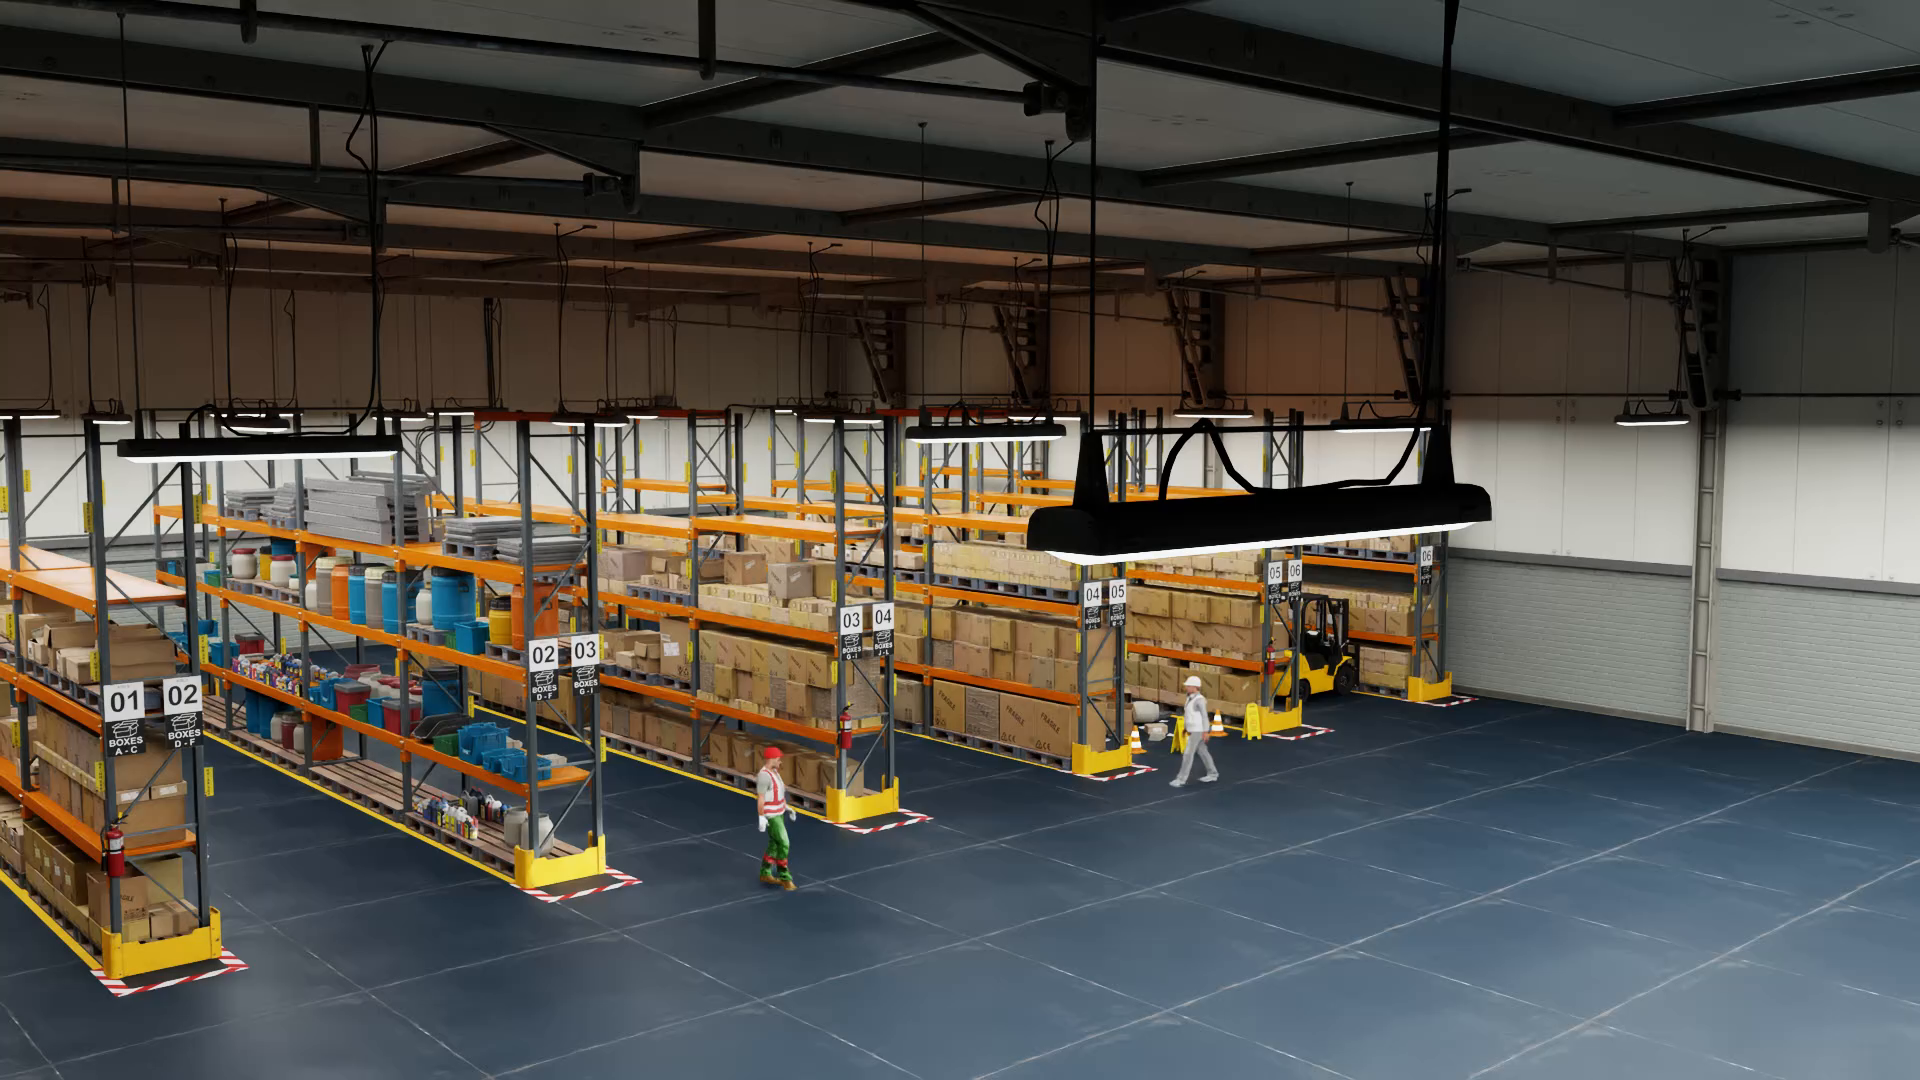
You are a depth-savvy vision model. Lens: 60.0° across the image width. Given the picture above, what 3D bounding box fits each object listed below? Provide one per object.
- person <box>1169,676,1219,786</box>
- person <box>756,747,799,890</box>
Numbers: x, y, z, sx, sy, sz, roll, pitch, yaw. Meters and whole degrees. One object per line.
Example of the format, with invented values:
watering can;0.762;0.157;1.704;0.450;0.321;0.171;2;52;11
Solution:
person;3.784;3.073;26.971;0.872;1.733;0.565;0;5;-5
person;-2.330;3.580;21.406;0.585;1.839;0.565;1;5;8
